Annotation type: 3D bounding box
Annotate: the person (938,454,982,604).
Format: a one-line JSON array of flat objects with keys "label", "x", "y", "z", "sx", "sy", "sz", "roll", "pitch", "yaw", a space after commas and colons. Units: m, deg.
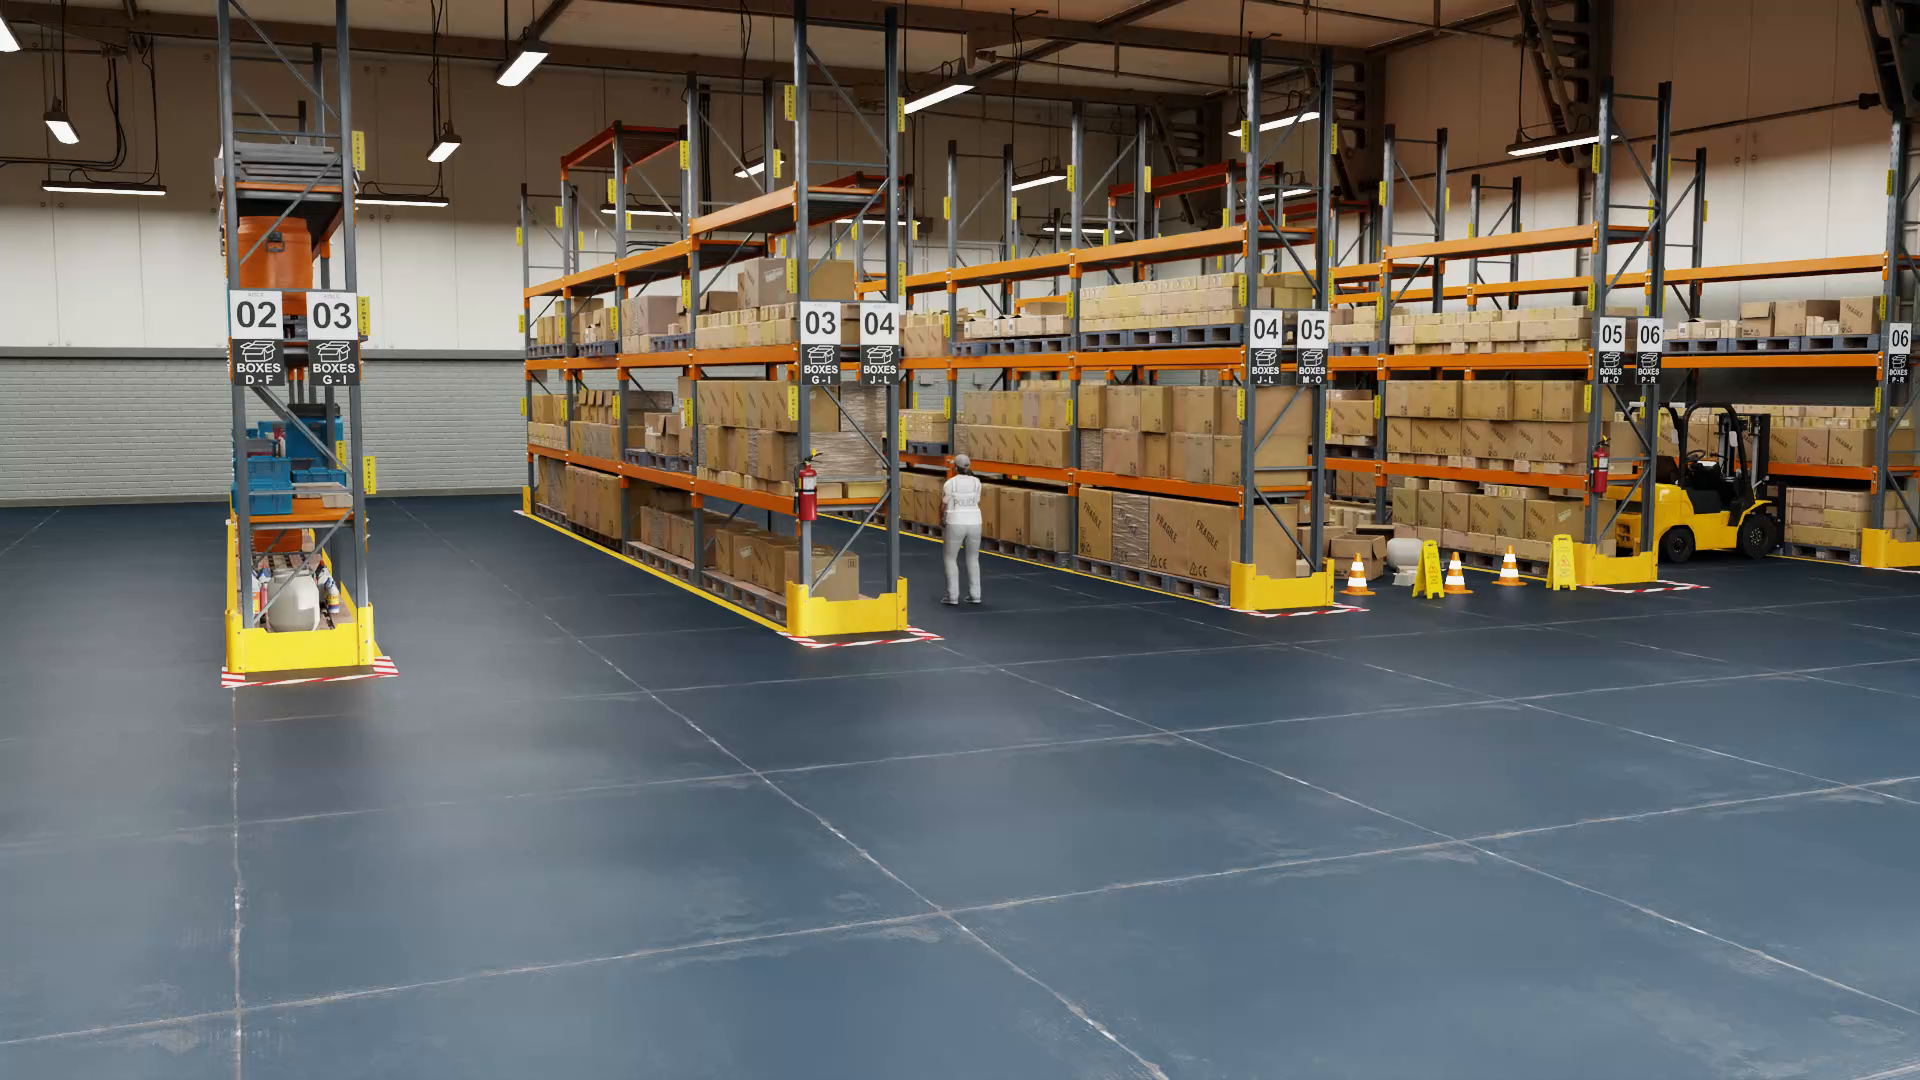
[{"label": "person", "x": -0.014, "y": -0.127, "z": 18.367, "sx": 0.452, "sy": 1.653, "sz": 0.541, "roll": -2, "pitch": 6, "yaw": -23}]
